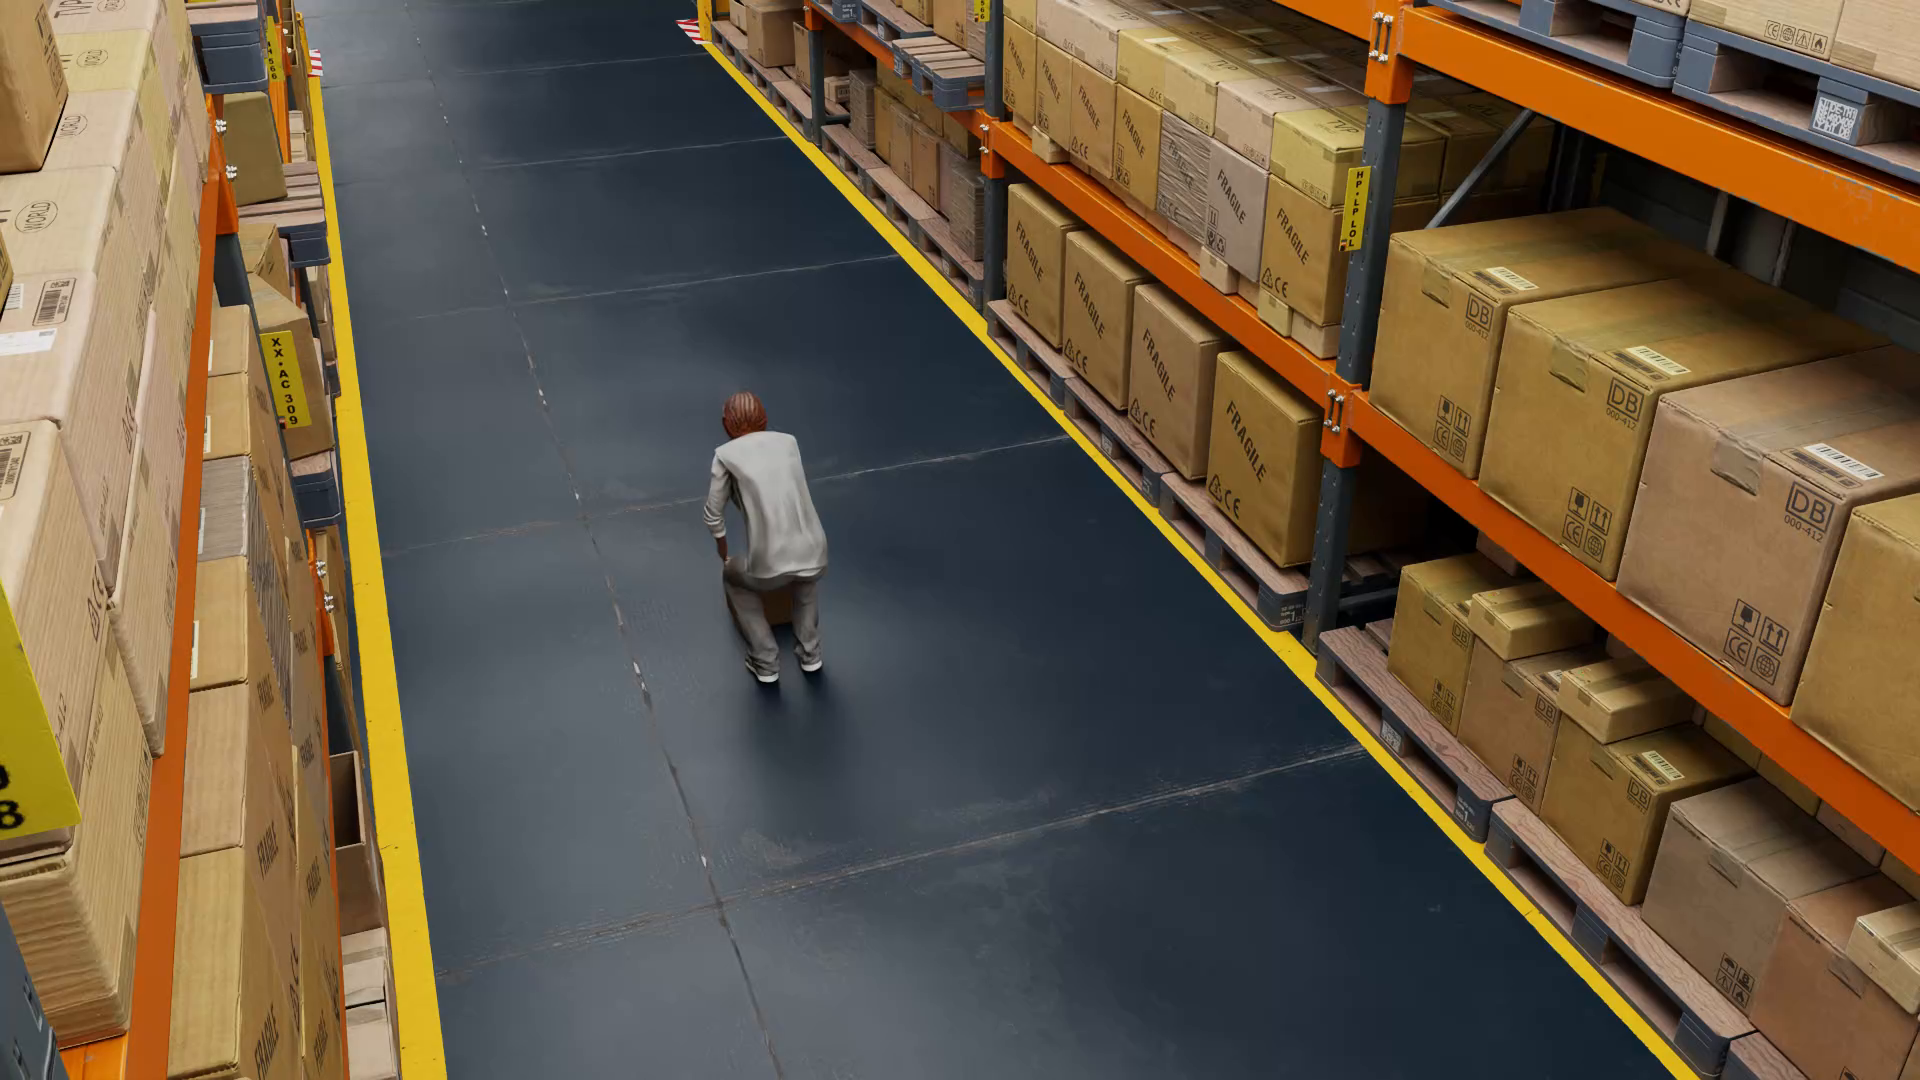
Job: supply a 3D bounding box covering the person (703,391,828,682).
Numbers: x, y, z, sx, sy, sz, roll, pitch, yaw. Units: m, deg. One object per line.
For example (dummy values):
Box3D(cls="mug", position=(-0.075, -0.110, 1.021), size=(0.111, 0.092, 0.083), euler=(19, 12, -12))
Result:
Box3D(cls="person", position=(-0.816, 0.021, 7.017), size=(0.461, 1.186, 0.714), euler=(-11, 32, -17))
